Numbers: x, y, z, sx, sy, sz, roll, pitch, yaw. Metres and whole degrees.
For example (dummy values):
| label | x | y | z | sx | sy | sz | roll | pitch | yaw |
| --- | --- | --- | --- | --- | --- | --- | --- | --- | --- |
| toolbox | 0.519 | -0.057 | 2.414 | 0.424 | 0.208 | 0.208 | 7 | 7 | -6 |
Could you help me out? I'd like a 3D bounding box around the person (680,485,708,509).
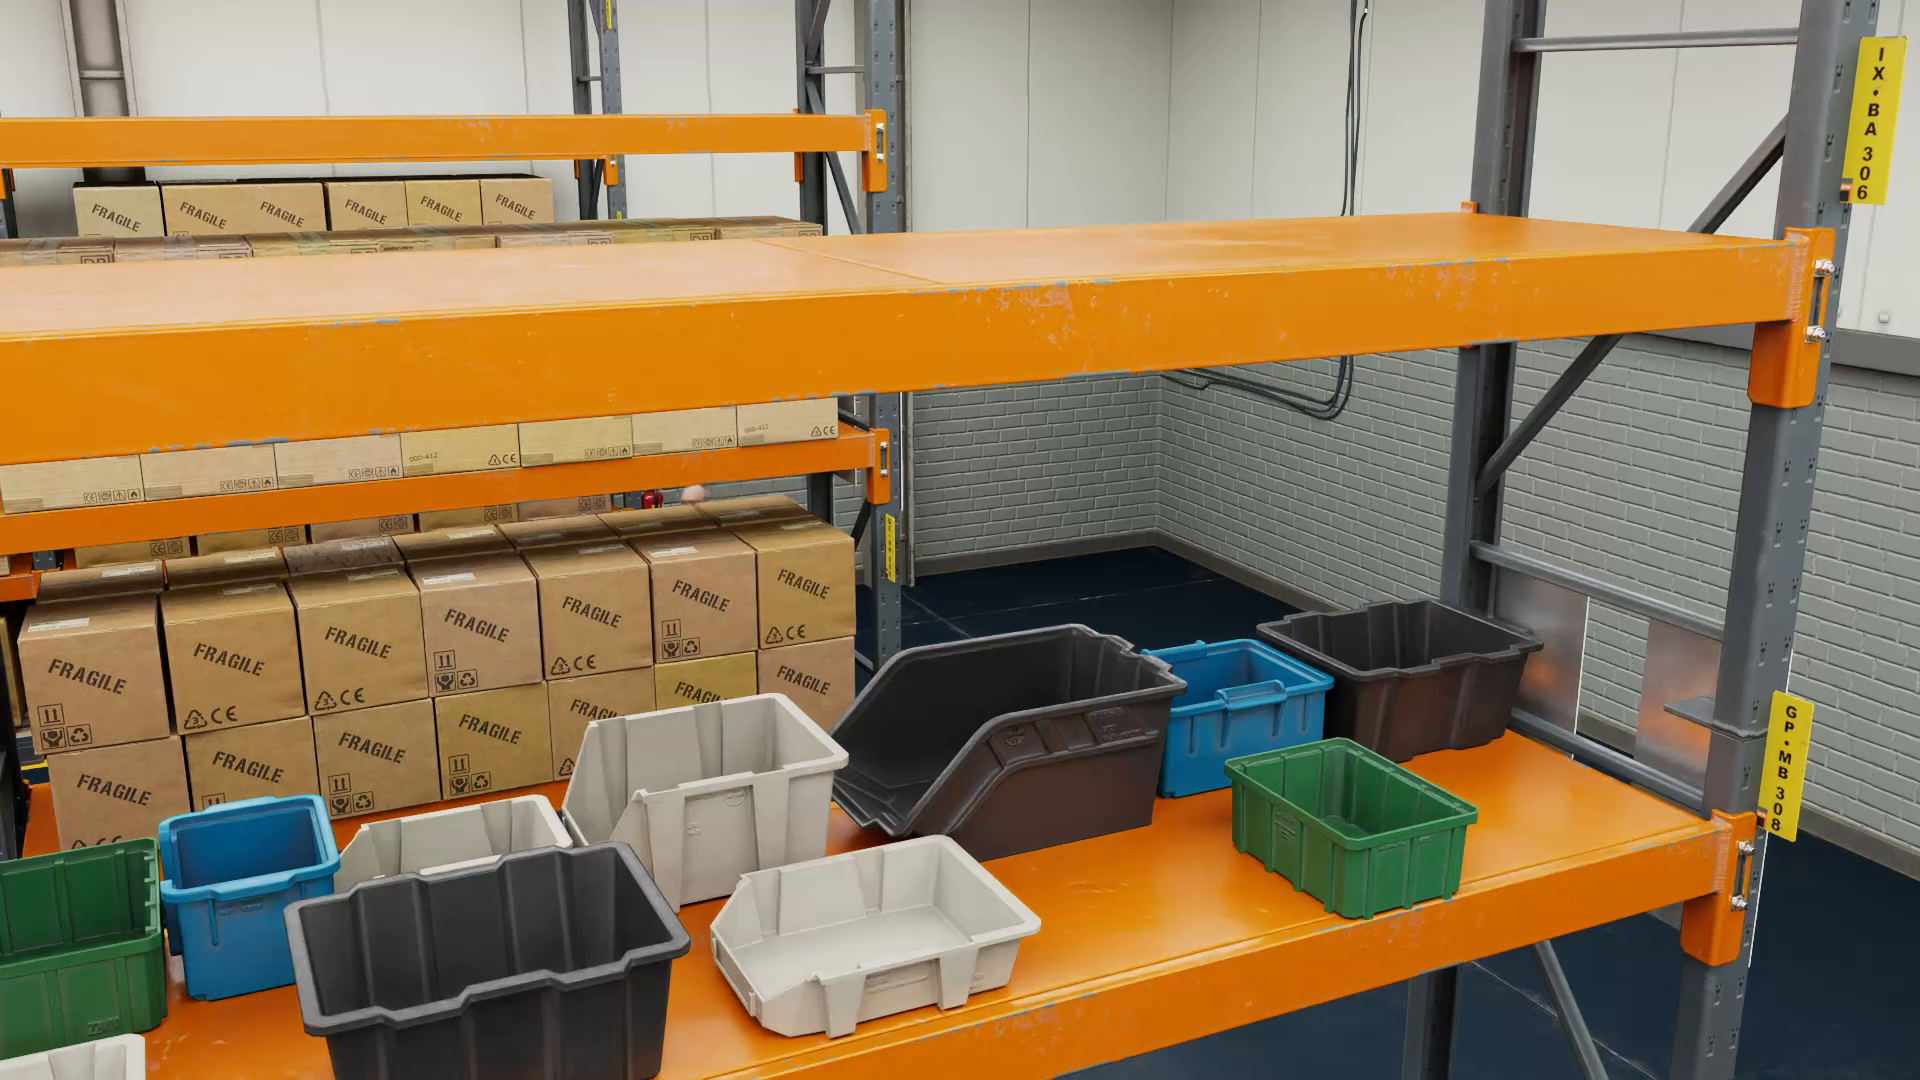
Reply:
| label | x | y | z | sx | sy | sz | roll | pitch | yaw |
| --- | --- | --- | --- | --- | --- | --- | --- | --- | --- |
| person | -1.822 | 0.475 | 11.694 | 0.567 | 1.762 | 0.698 | 7 | 16 | 24 |
